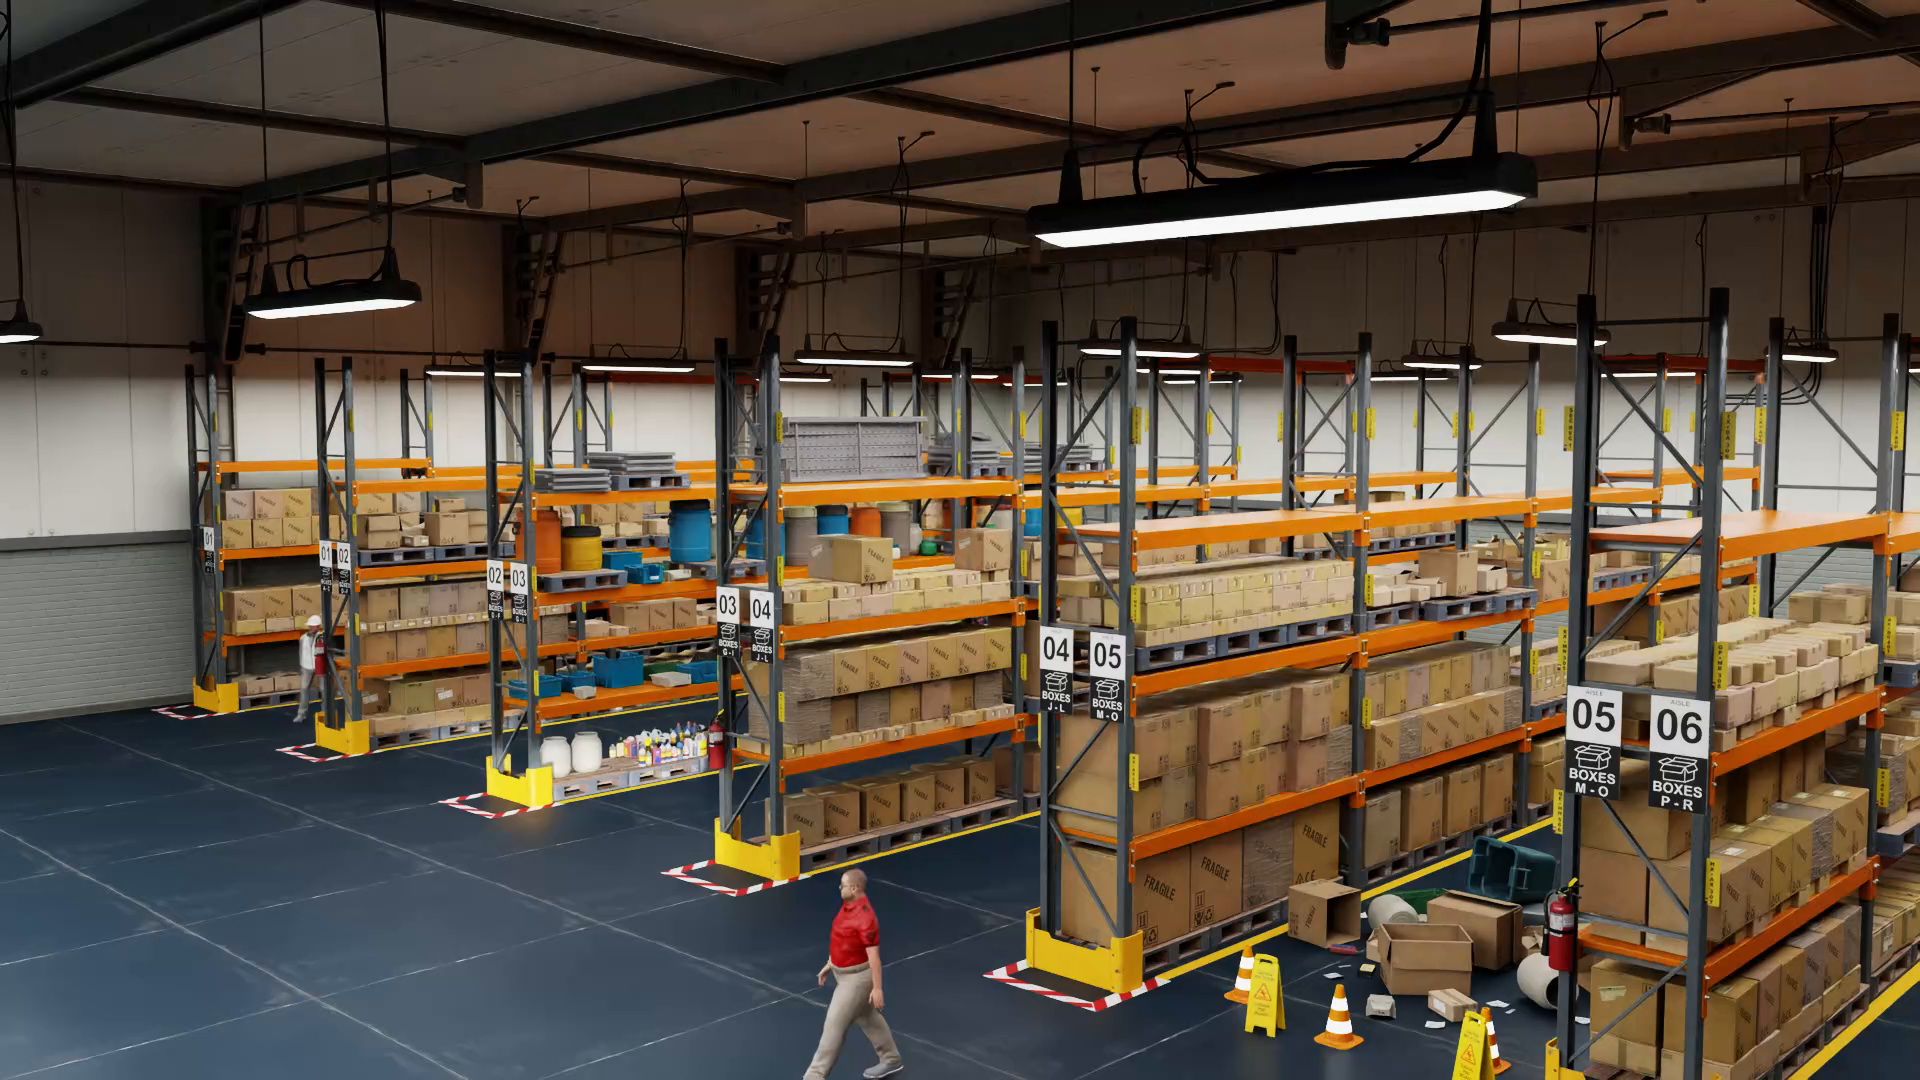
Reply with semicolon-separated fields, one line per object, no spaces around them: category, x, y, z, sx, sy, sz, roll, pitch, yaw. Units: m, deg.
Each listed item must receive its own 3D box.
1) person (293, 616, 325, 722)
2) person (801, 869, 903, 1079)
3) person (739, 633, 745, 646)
person;-10.857;2.132;27.962;0.562;1.725;0.942;-1;4;-9
person;-0.902;3.337;12.692;0.995;1.674;0.589;-1;5;-14
person;-4.718;1.647;34.280;0.554;1.768;0.615;-3;5;-30
